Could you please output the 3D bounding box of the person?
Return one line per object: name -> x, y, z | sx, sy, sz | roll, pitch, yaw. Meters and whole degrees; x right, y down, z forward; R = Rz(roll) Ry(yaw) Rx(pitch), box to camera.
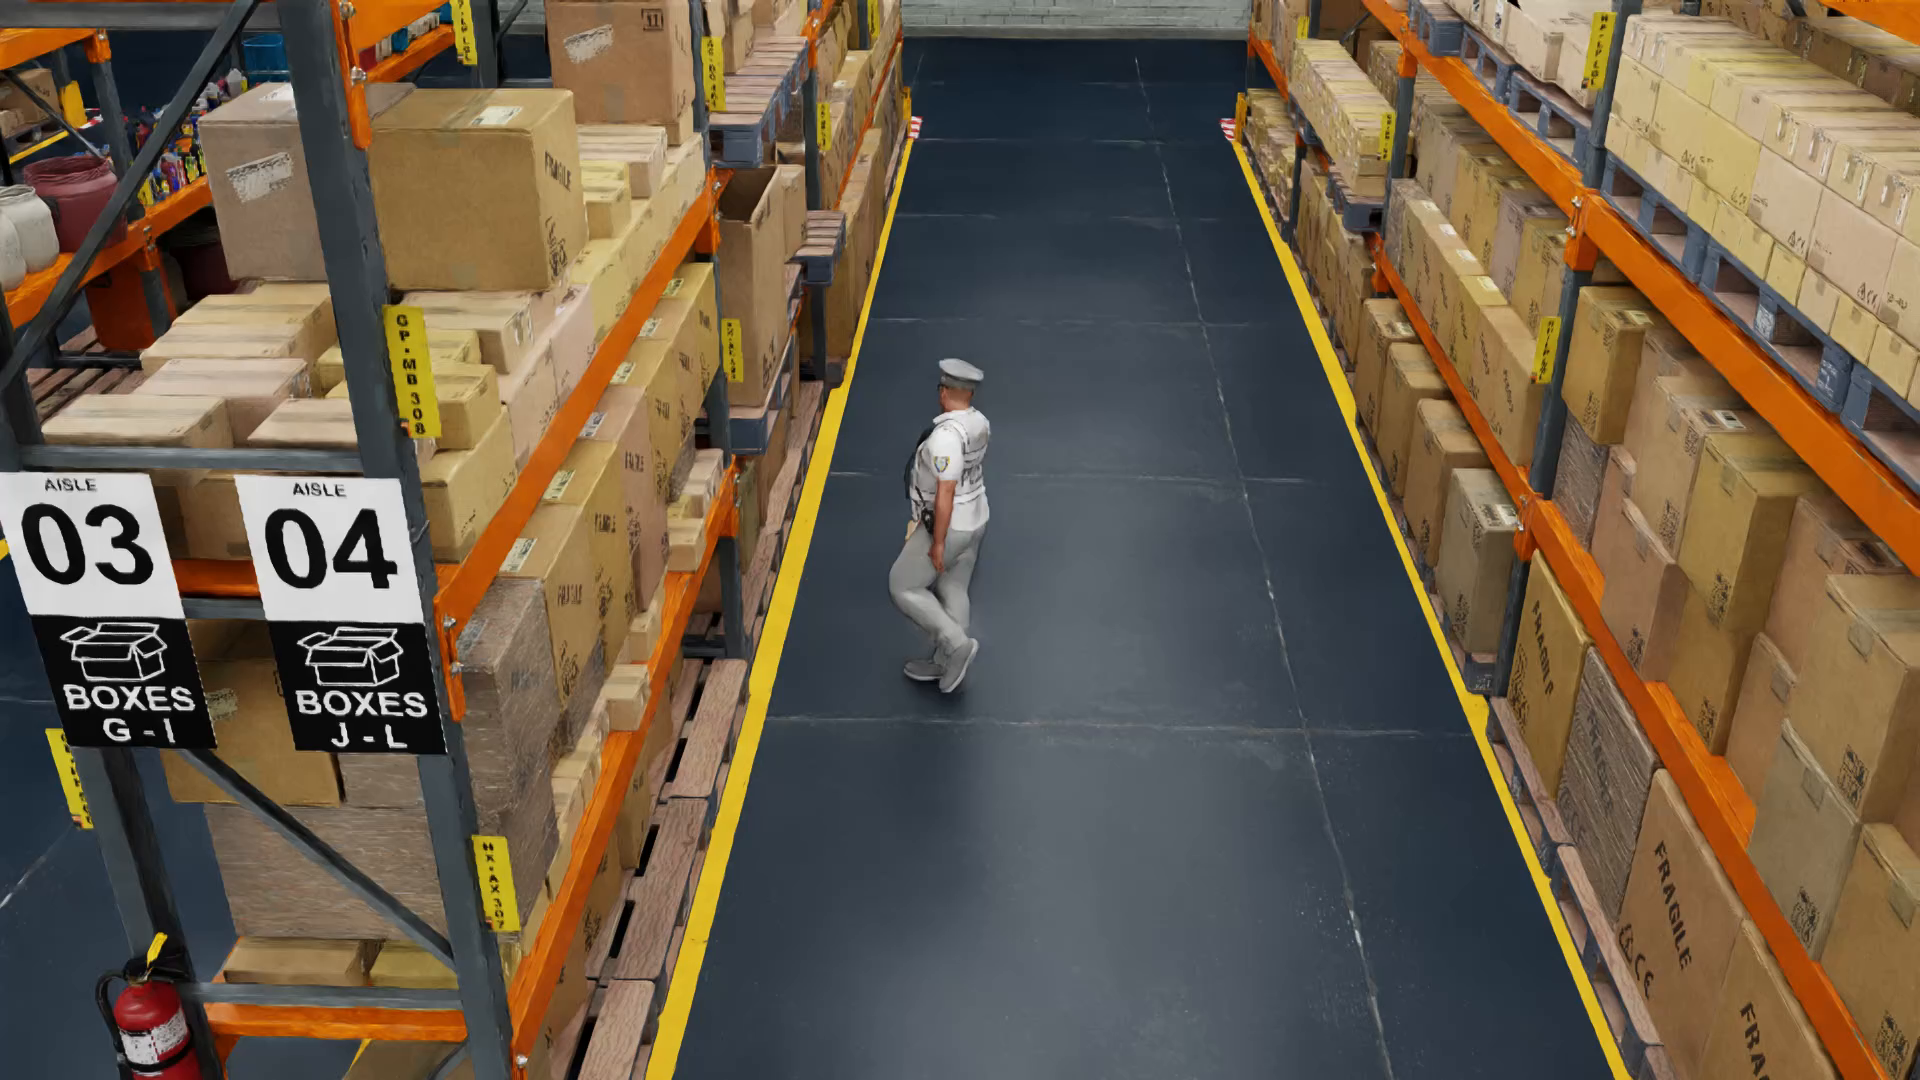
person -> -0.050, -0.068, 8.748 | 0.517, 1.706, 0.710 | 12, 30, 22
